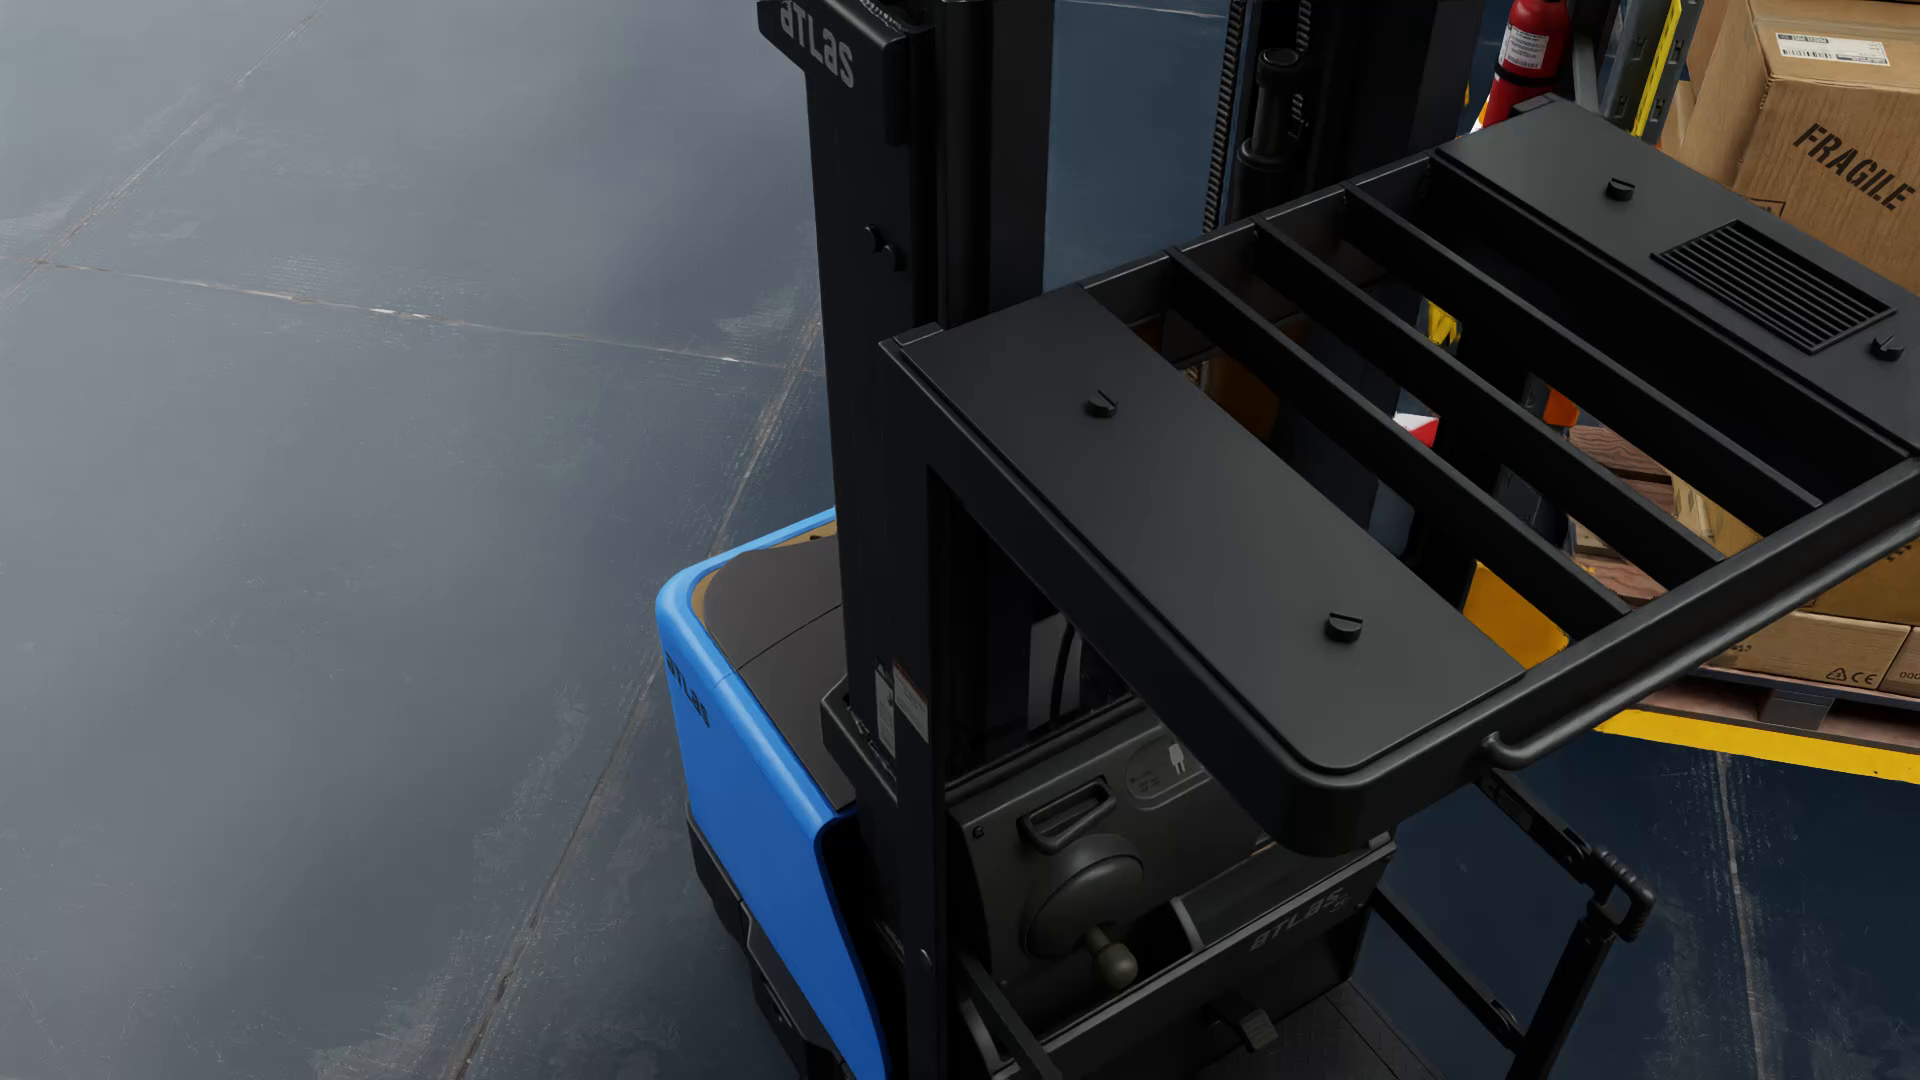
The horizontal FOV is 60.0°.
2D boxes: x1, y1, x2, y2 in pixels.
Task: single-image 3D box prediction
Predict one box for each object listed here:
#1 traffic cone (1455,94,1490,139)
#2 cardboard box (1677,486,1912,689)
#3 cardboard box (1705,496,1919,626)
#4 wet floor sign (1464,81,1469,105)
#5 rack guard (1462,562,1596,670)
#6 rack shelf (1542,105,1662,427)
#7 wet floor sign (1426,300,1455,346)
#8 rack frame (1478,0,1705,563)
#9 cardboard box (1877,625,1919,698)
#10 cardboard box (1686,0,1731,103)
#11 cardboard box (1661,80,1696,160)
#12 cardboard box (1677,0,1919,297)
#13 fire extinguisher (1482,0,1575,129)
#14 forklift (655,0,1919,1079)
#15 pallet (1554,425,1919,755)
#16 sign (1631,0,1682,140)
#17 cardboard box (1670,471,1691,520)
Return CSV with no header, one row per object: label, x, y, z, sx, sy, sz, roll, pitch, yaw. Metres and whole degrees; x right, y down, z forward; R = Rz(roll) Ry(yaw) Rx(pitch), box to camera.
traffic cone,2.184,-1.729,6.713,0.334,0.463,0.336,9,45,9
cardboard box,2.299,0.116,4.646,0.500,0.250,0.500,8,45,9
cardboard box,2.323,-0.151,4.383,0.500,0.500,0.500,7,44,8
wet floor sign,2.094,-2.214,7.085,0.232,0.644,0.267,2,44,2
rack guard,1.647,-0.121,5.015,0.348,0.500,1.175,9,45,9
rack shelf,3.524,-0.471,4.095,4.000,0.370,1.077,9,45,9
wet floor sign,1.621,-0.937,5.759,0.232,0.644,0.267,24,49,23
rack frame,1.573,-1.033,4.160,0.127,3.000,1.000,9,45,9
cardboard box,2.796,0.198,4.561,0.500,0.250,0.500,10,45,11
cardboard box,2.162,-1.280,4.130,0.500,0.500,0.500,8,44,8
cardboard box,1.984,-1.030,4.339,0.250,0.149,0.380,10,45,10
cardboard box,1.974,-0.917,3.753,0.500,0.500,0.500,8,45,8
fire extinguisher,1.561,-1.334,4.529,0.183,0.674,0.296,9,45,9
forklift,0.528,0.495,2.623,1.130,2.935,3.031,-24,49,-23
pallet,2.432,0.130,4.962,1.213,0.211,1.003,9,45,9
sign,1.454,-0.977,3.478,0.005,0.325,0.100,9,45,9
cardboard box,2.444,-0.249,5.026,0.500,0.250,0.500,9,45,9
